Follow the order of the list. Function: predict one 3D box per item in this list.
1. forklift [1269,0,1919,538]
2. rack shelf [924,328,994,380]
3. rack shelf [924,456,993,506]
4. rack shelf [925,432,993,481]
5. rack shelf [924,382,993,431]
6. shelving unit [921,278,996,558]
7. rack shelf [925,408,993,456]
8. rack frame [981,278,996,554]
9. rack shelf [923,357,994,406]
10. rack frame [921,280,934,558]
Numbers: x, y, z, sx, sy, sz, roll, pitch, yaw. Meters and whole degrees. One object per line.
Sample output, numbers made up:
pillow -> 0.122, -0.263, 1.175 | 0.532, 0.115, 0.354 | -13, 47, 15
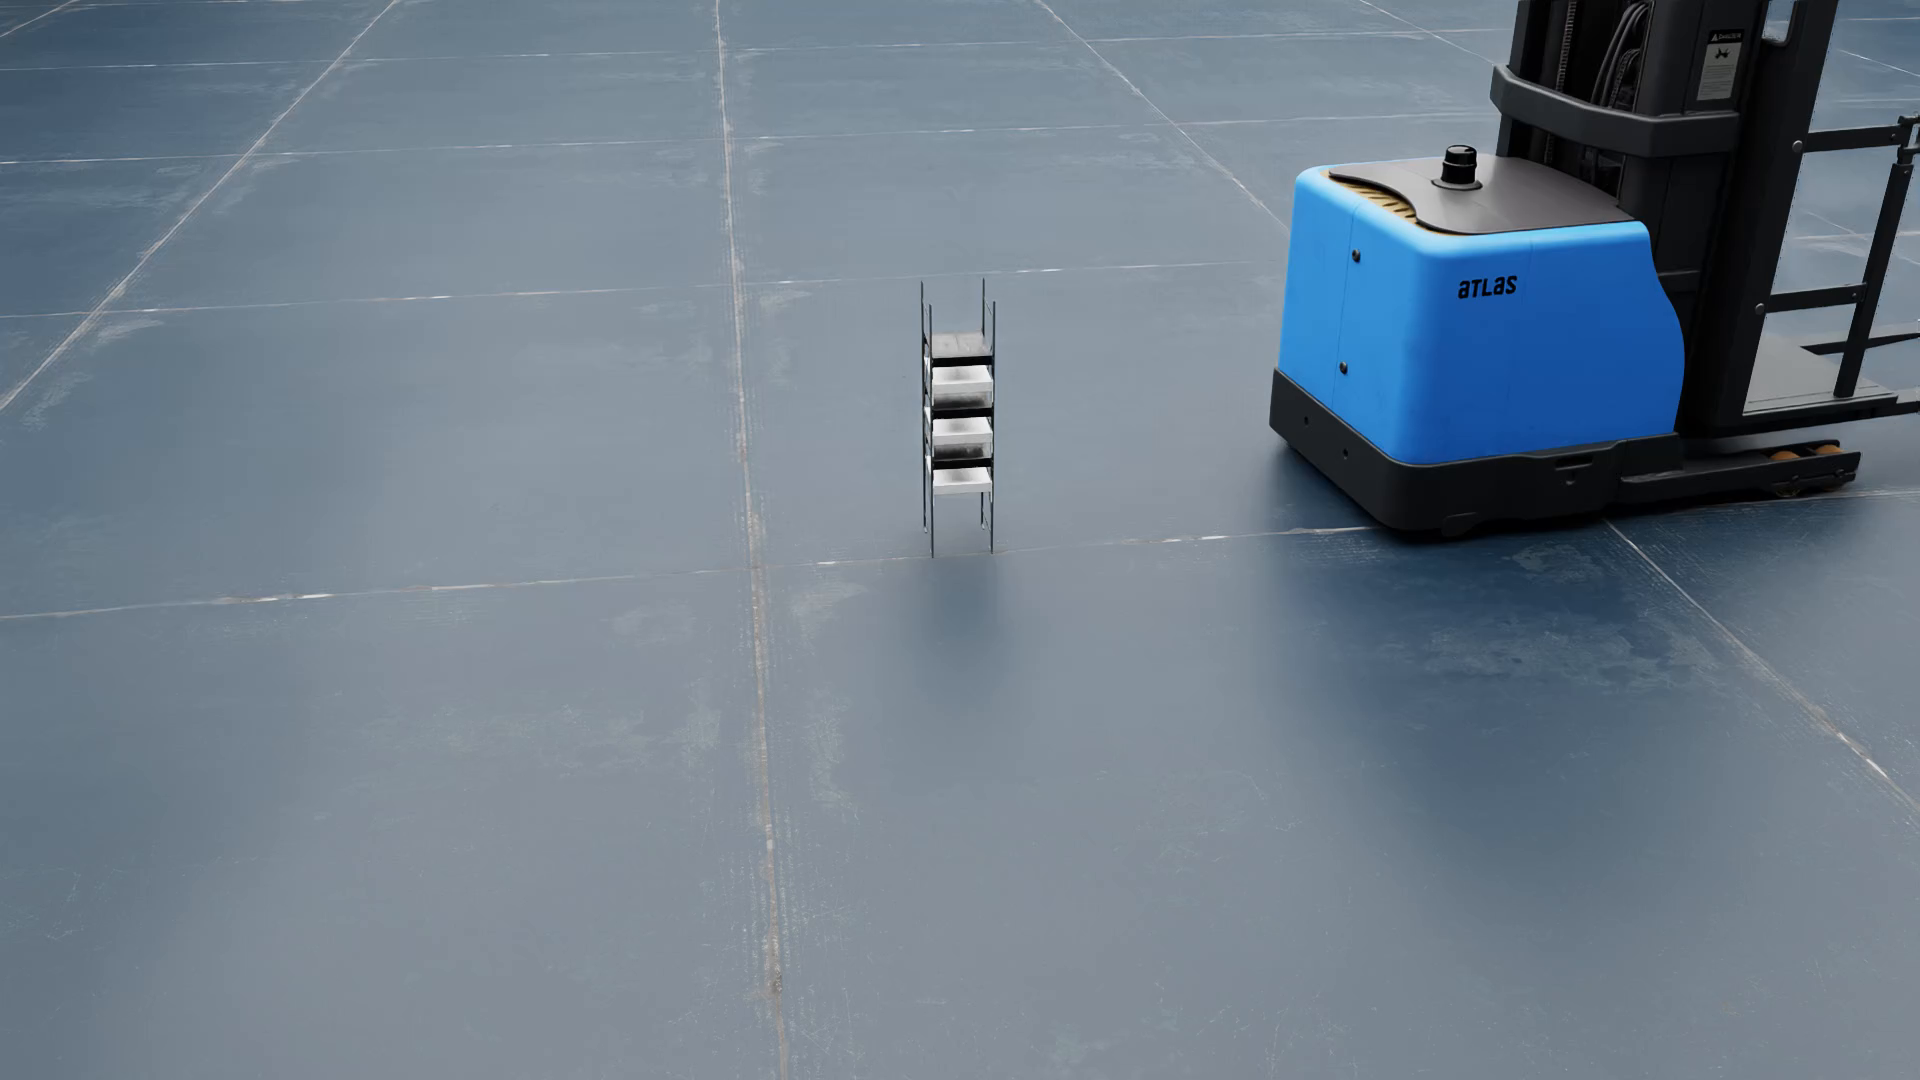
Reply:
forklift -> 2.776, -1.682, 5.818 | 3.031, 2.935, 1.130 | -8, 28, -14
rack shelf -> -0.008, -0.610, 5.436 | 0.200, 0.077, 0.258 | -4, 27, -7
rack shelf -> -0.008, -0.210, 5.641 | 0.200, 0.077, 0.258 | -4, 27, -7
rack shelf -> -0.008, -0.290, 5.600 | 0.200, 0.077, 0.258 | -4, 27, -7
rack shelf -> -0.008, -0.450, 5.518 | 0.200, 0.077, 0.258 | -4, 27, -7
shelving unit -> -0.008, -0.400, 5.544 | 0.210, 0.900, 0.258 | -4, 27, -7
rack shelf -> -0.008, -0.370, 5.559 | 0.200, 0.077, 0.258 | -4, 27, -7
rack frame -> 0.093, -0.406, 5.556 | 0.006, 0.900, 0.240 | -4, 27, -7
rack shelf -> -0.008, -0.530, 5.477 | 0.200, 0.077, 0.258 | -4, 27, -7
rack frame -> -0.109, -0.393, 5.531 | 0.006, 0.900, 0.240 | -4, 27, -7
